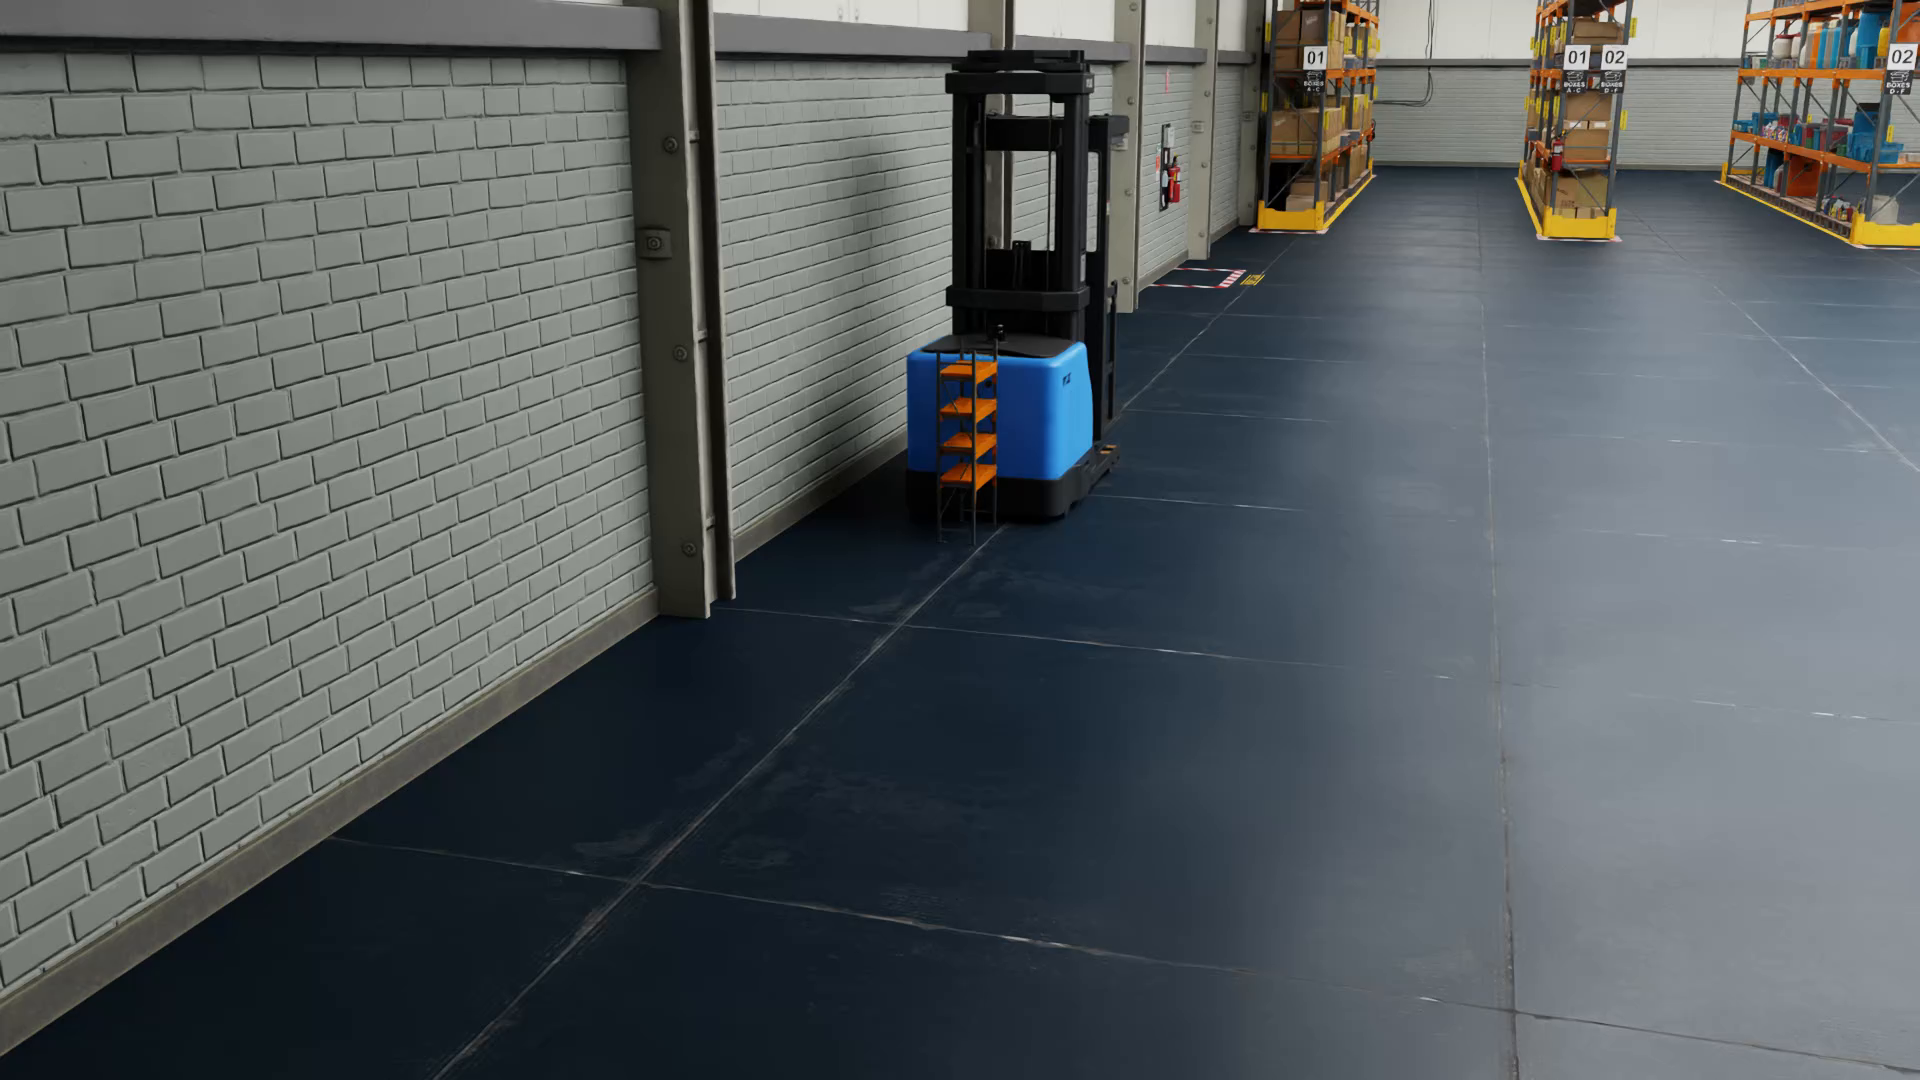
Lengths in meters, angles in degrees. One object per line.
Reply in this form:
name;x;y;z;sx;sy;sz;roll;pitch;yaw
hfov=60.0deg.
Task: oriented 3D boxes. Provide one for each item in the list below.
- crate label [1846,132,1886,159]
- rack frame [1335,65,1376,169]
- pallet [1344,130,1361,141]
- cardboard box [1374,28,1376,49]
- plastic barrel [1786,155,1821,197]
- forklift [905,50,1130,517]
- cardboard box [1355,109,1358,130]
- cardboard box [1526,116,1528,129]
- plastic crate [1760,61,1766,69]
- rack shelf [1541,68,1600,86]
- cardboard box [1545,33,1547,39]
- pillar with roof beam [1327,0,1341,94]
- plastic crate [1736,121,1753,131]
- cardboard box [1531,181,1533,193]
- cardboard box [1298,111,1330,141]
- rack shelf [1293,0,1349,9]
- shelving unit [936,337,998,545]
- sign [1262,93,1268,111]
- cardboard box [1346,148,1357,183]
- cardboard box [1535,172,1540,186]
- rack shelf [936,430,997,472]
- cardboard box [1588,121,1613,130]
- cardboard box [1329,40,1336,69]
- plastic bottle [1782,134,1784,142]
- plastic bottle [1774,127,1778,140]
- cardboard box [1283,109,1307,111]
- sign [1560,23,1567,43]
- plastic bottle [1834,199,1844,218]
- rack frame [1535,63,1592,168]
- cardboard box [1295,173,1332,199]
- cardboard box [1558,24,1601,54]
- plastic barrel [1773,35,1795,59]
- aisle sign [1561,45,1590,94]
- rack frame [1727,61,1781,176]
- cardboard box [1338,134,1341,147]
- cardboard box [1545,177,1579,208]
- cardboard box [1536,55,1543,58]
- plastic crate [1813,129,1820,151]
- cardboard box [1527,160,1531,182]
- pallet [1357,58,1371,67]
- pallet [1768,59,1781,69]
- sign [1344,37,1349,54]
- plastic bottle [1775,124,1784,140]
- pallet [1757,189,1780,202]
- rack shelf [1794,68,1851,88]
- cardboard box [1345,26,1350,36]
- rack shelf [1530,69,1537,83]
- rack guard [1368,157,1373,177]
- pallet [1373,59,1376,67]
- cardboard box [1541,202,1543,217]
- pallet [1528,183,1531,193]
crate label;15.769;-6.868;28.981;0.502;0.435;0.616;5;16;16
rack frame;10.554;-11.303;44.681;1.000;3.000;0.127;5;16;16
pallet;8.180;-8.923;36.642;1.213;0.211;1.003;5;16;16
cardboard box;10.455;-12.942;42.911;0.500;0.500;0.500;5;17;18
plastic barrel;17.902;-7.729;35.288;0.600;0.830;0.708;5;16;16
forklift;0.552;-1.917;11.718;1.130;2.935;3.031;5;16;16
cardboard box;8.822;-9.654;38.104;0.500;0.500;0.500;5;17;18
cardboard box;14.926;-10.872;42.979;0.500;0.500;0.500;5;17;17
plastic crate;18.746;-10.963;38.376;0.450;0.188;0.662;5;16;16
rack shelf;12.463;-9.400;33.795;1.077;0.370;4.000;5;16;16
cardboard box;13.954;-11.488;38.702;0.600;0.600;0.600;3;16;11
pillar with roof beam;14.619;-14.628;45.413;9.100;9.000;0.400;5;16;16
plastic crate;19.480;-10.271;41.242;0.416;0.233;0.300;5;16;16
cardboard box;12.601;-7.591;35.866;0.500;0.250;0.500;5;16;16
cardboard box;6.431;-7.517;30.197;0.500;0.500;0.500;5;16;16
rack shelf;6.575;-10.178;31.048;1.077;0.370;4.000;5;16;16
shelving unit;0.045;-0.620;10.313;0.258;1.200;0.503;5;16;16
sign;5.481;-7.874;29.892;0.100;0.325;0.005;5;16;16
cardboard box;8.870;-8.788;38.987;0.750;0.750;0.750;5;16;16
cardboard box;12.167;-7.455;34.359;0.500;0.311;0.500;4;16;15
rack shelf;0.045;-0.555;10.331;0.258;0.148;0.480;5;16;16
cardboard box;11.076;-7.180;28.773;0.380;0.149;0.250;5;16;15
cardboard box;6.529;-8.823;30.223;0.500;0.500;0.500;6;17;20
plastic bottle;17.629;-8.599;35.514;0.097;0.201;0.097;0;16;0
plastic bottle;17.900;-8.906;36.447;0.061;0.283;0.133;5;16;16
cardboard box;6.376;-7.953;31.735;0.500;0.500;0.500;5;17;17
sign;10.241;-8.610;28.214;0.100;0.325;0.005;5;16;16
plastic bottle;15.788;-5.944;29.837;0.144;0.351;0.185;5;17;18
rack frame;13.031;-8.827;35.951;1.000;3.000;0.127;5;16;16
cardboard box;7.337;-7.366;34.577;0.700;0.500;0.500;5;17;18
cardboard box;11.305;-9.121;30.277;0.797;0.503;0.637;7;17;22
plastic barrel;18.526;-11.080;37.381;0.433;0.535;0.433;0;16;0
aisle sign;10.457;-7.990;28.237;0.394;0.787;0.004;5;16;16
rack frame;20.053;-10.534;41.973;1.000;3.000;0.127;5;16;16
cardboard box;7.300;-7.953;33.111;0.500;0.250;0.500;5;16;16
cardboard box;10.625;-6.137;29.364;0.500;0.500;0.500;5;16;16
cardboard box;14.046;-11.633;39.706;0.500;0.250;0.500;5;16;16
plastic crate;16.658;-7.700;32.009;0.392;0.384;0.575;5;16;16
cardboard box;13.797;-8.774;39.542;0.500;0.500;0.500;4;16;13
pallet;9.660;-11.870;41.346;1.003;0.211;1.213;5;16;16
pallet;18.787;-10.627;37.150;1.213;0.211;1.003;5;16;16
sign;7.666;-9.815;32.991;0.100;0.325;0.005;5;16;16
plastic bottle;17.895;-8.894;36.280;0.144;0.351;0.185;5;16;16
pallet;18.312;-7.628;36.834;1.003;0.211;1.213;5;16;16
rack shelf;17.211;-9.015;32.438;1.077;0.370;4.000;5;16;16
cardboard box;8.899;-11.954;39.117;0.500;0.250;0.500;4;16;14
rack shelf;14.736;-11.493;41.174;1.077;0.370;4.000;5;16;16
rack guard;10.561;-10.106;45.044;1.175;0.500;0.348;5;16;16
pallet;10.353;-12.508;43.597;1.003;0.211;1.213;5;16;16
cardboard box;10.898;-6.039;30.392;0.500;0.250;0.500;5;16;16
pallet;13.973;-8.316;39.261;1.003;0.211;1.213;5;16;16
